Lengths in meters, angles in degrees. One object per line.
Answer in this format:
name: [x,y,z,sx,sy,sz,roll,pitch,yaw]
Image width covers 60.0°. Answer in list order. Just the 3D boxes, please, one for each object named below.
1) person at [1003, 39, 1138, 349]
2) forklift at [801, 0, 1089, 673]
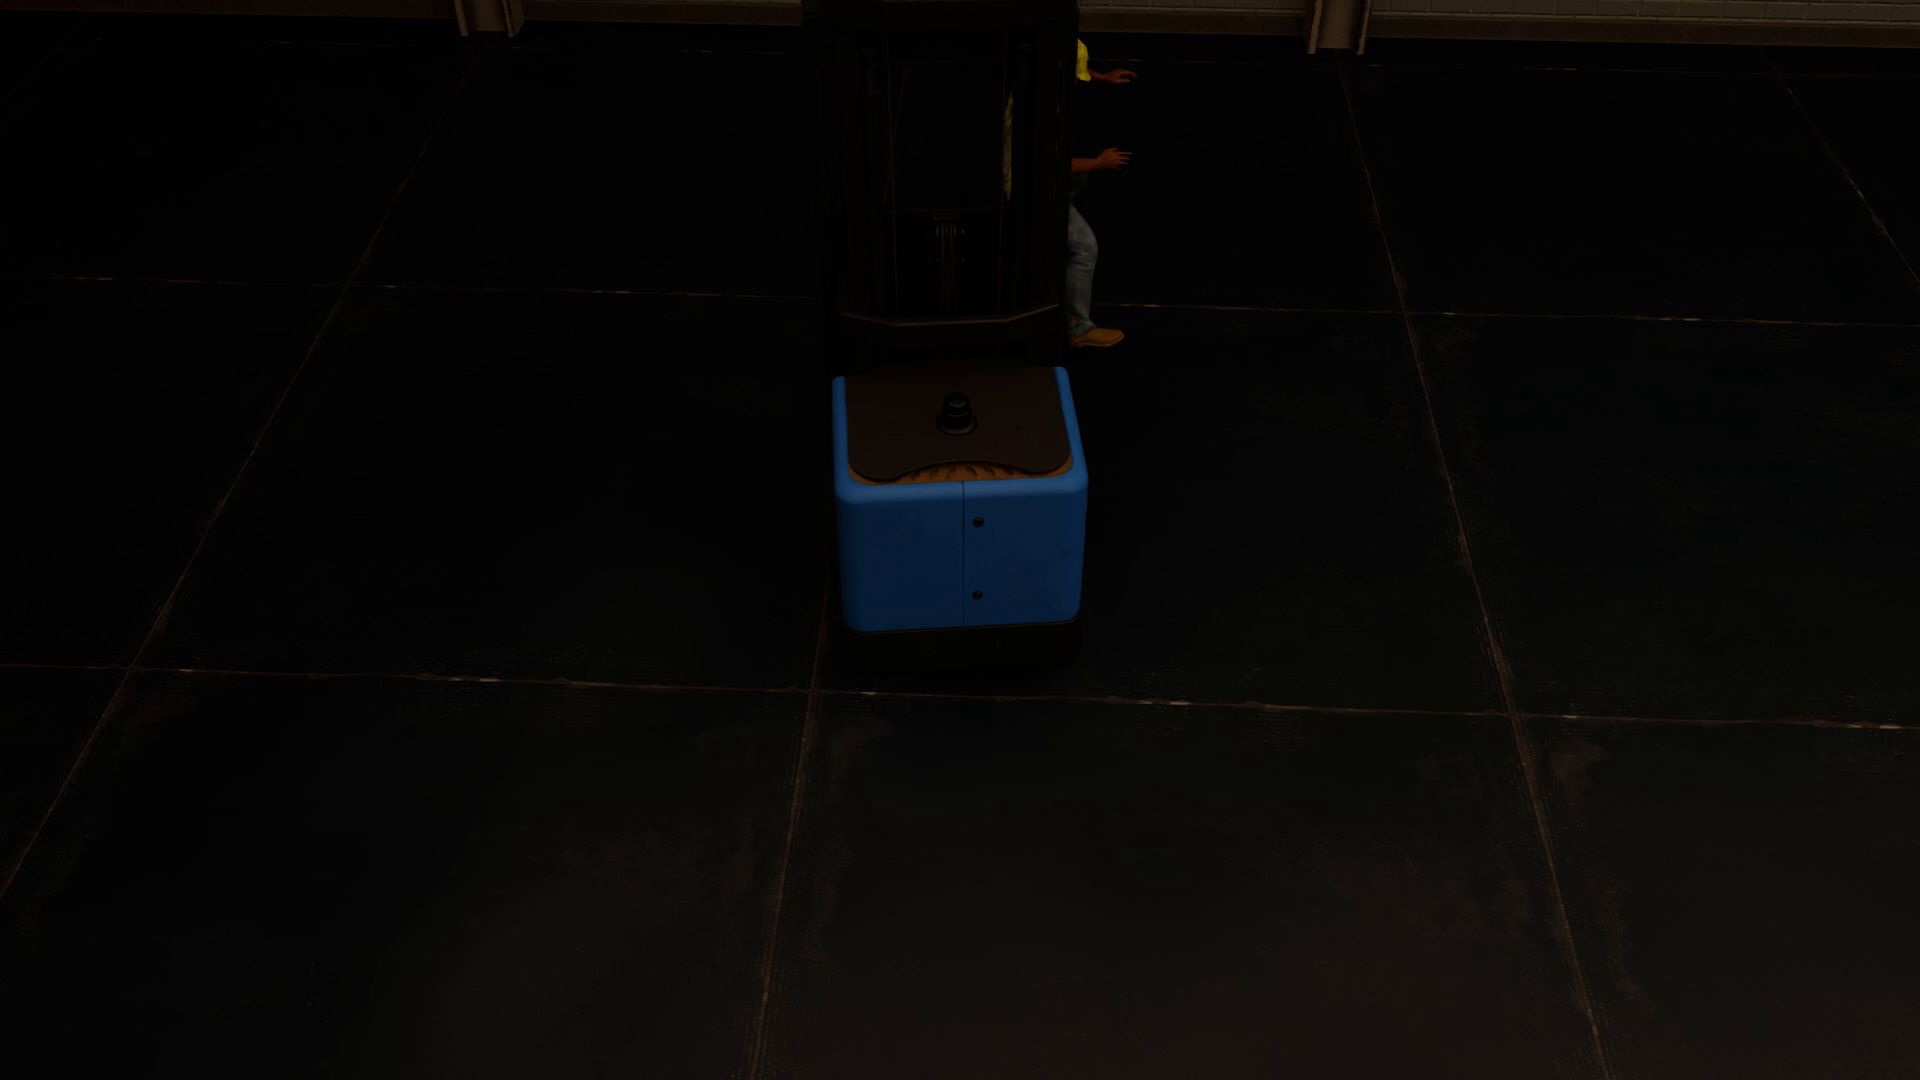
person: [0.585,-2.007,8.916,0.719,1.533,1.222,4,43,4]
forklift: [-0.096,-1.494,7.379,1.130,2.935,3.031,-3,42,-3]
